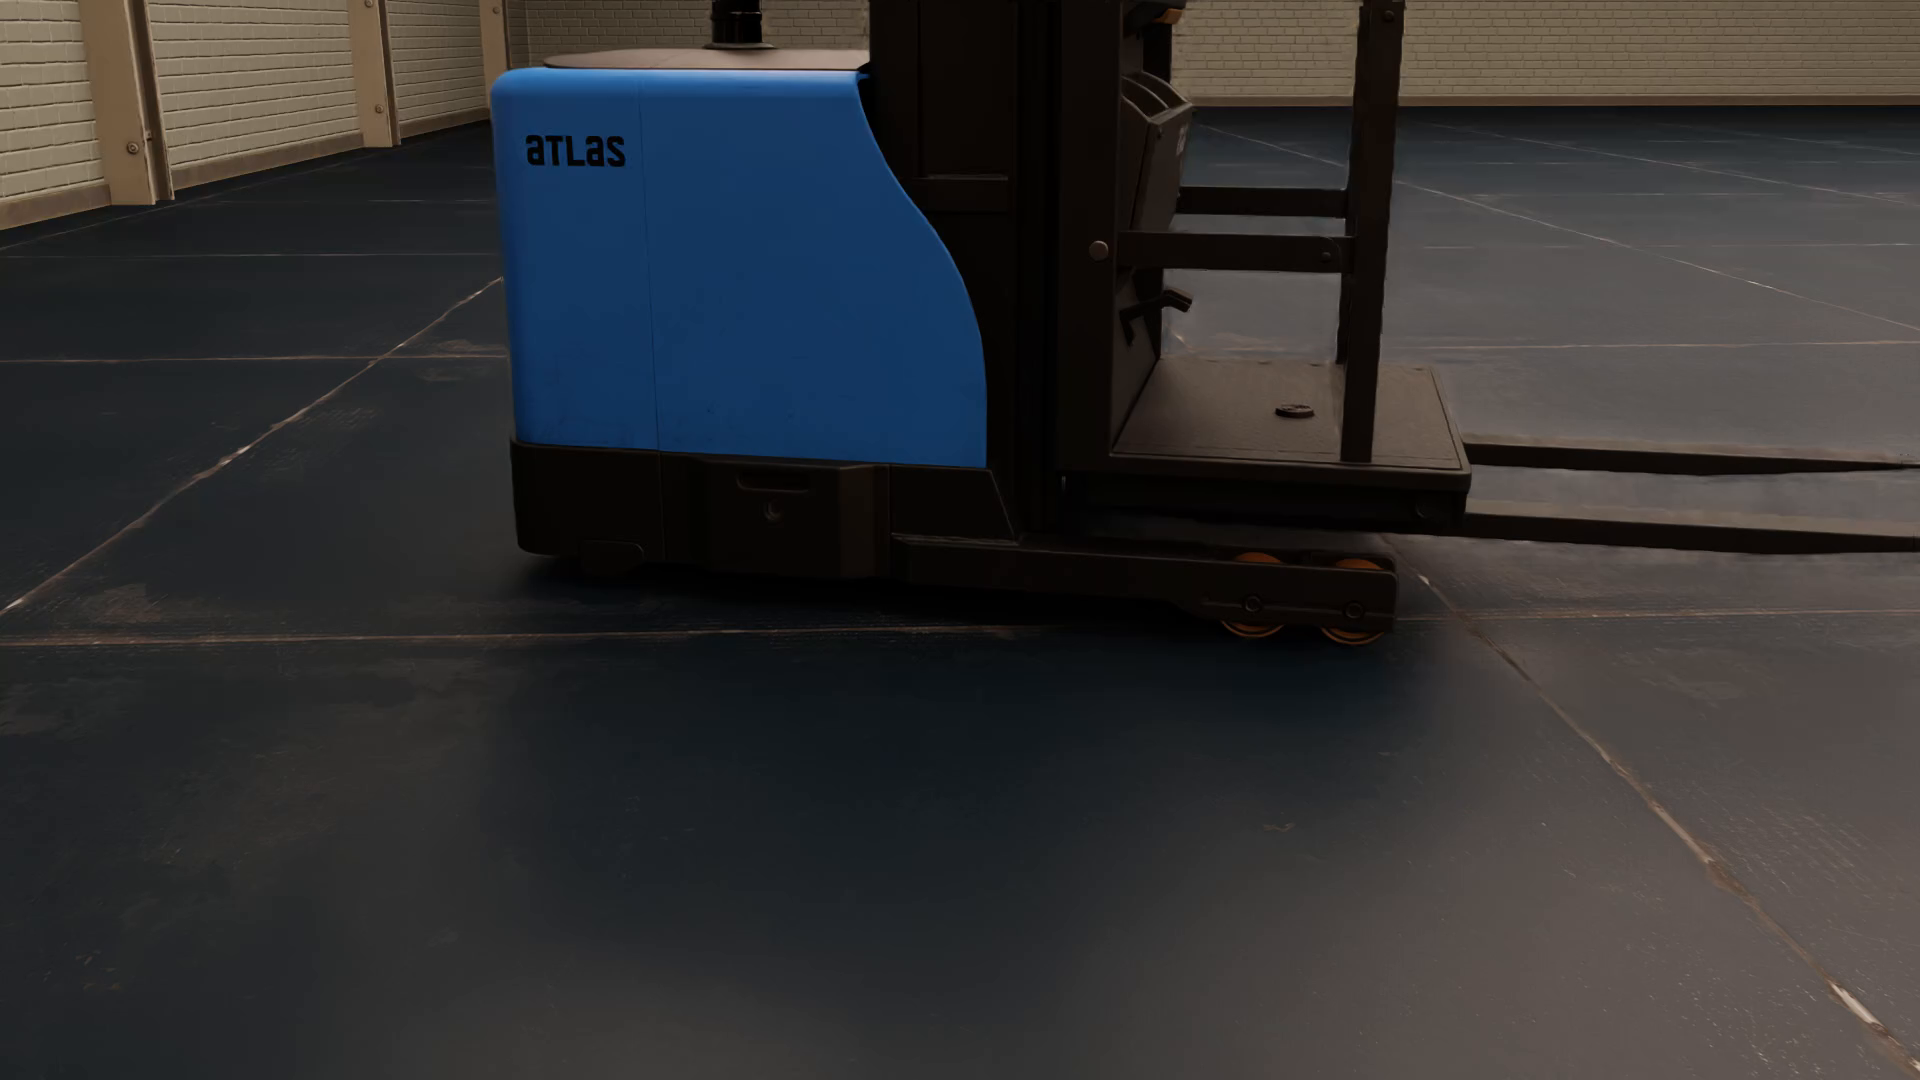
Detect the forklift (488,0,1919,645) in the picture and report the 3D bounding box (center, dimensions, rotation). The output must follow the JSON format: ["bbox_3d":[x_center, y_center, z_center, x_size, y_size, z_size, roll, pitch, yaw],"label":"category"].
[{"bbox_3d":[0.598,-1.366,3.372,3.031,2.935,1.130,3,17,11],"label":"forklift"}]
